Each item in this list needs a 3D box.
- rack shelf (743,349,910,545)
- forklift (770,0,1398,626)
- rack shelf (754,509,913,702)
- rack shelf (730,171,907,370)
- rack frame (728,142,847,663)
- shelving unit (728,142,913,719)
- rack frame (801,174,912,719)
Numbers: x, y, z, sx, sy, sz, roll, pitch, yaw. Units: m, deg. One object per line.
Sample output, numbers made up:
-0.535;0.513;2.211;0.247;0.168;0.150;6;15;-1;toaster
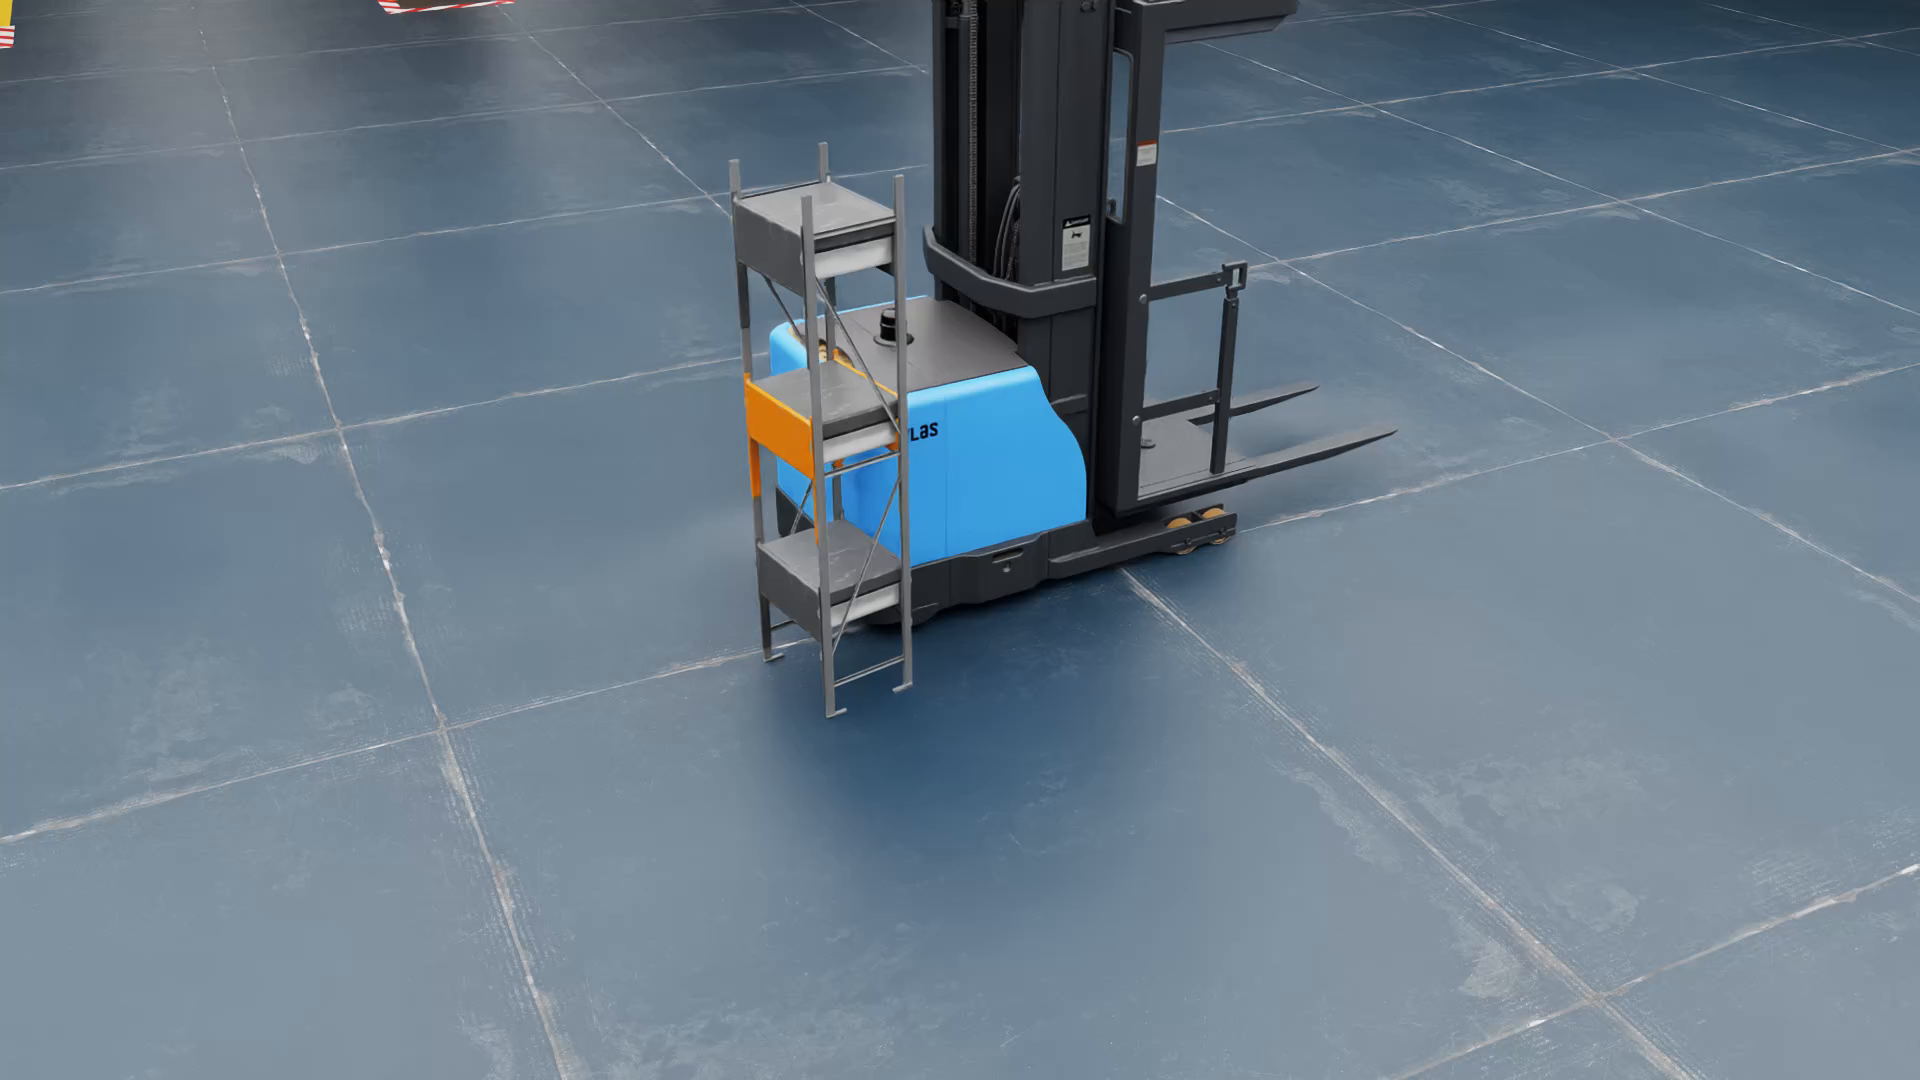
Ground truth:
-0.502;-0.359;6.271;0.431;0.518;0.480;-20;35;-31;rack shelf
0.699;-1.422;7.289;3.031;2.935;1.130;-15;33;-25;forklift
-0.502;0.251;6.614;0.431;0.518;0.480;-20;35;-31;rack shelf
-0.502;-0.970;5.928;0.431;0.518;0.480;-20;35;-31;rack shelf
-0.645;-0.468;6.437;0.400;2.100;0.015;-20;35;-31;rack frame
-0.502;-0.371;6.264;0.431;2.100;0.503;-20;35;-31;shelving unit
-0.358;-0.274;6.092;0.400;2.100;0.015;-20;35;-31;rack frame
